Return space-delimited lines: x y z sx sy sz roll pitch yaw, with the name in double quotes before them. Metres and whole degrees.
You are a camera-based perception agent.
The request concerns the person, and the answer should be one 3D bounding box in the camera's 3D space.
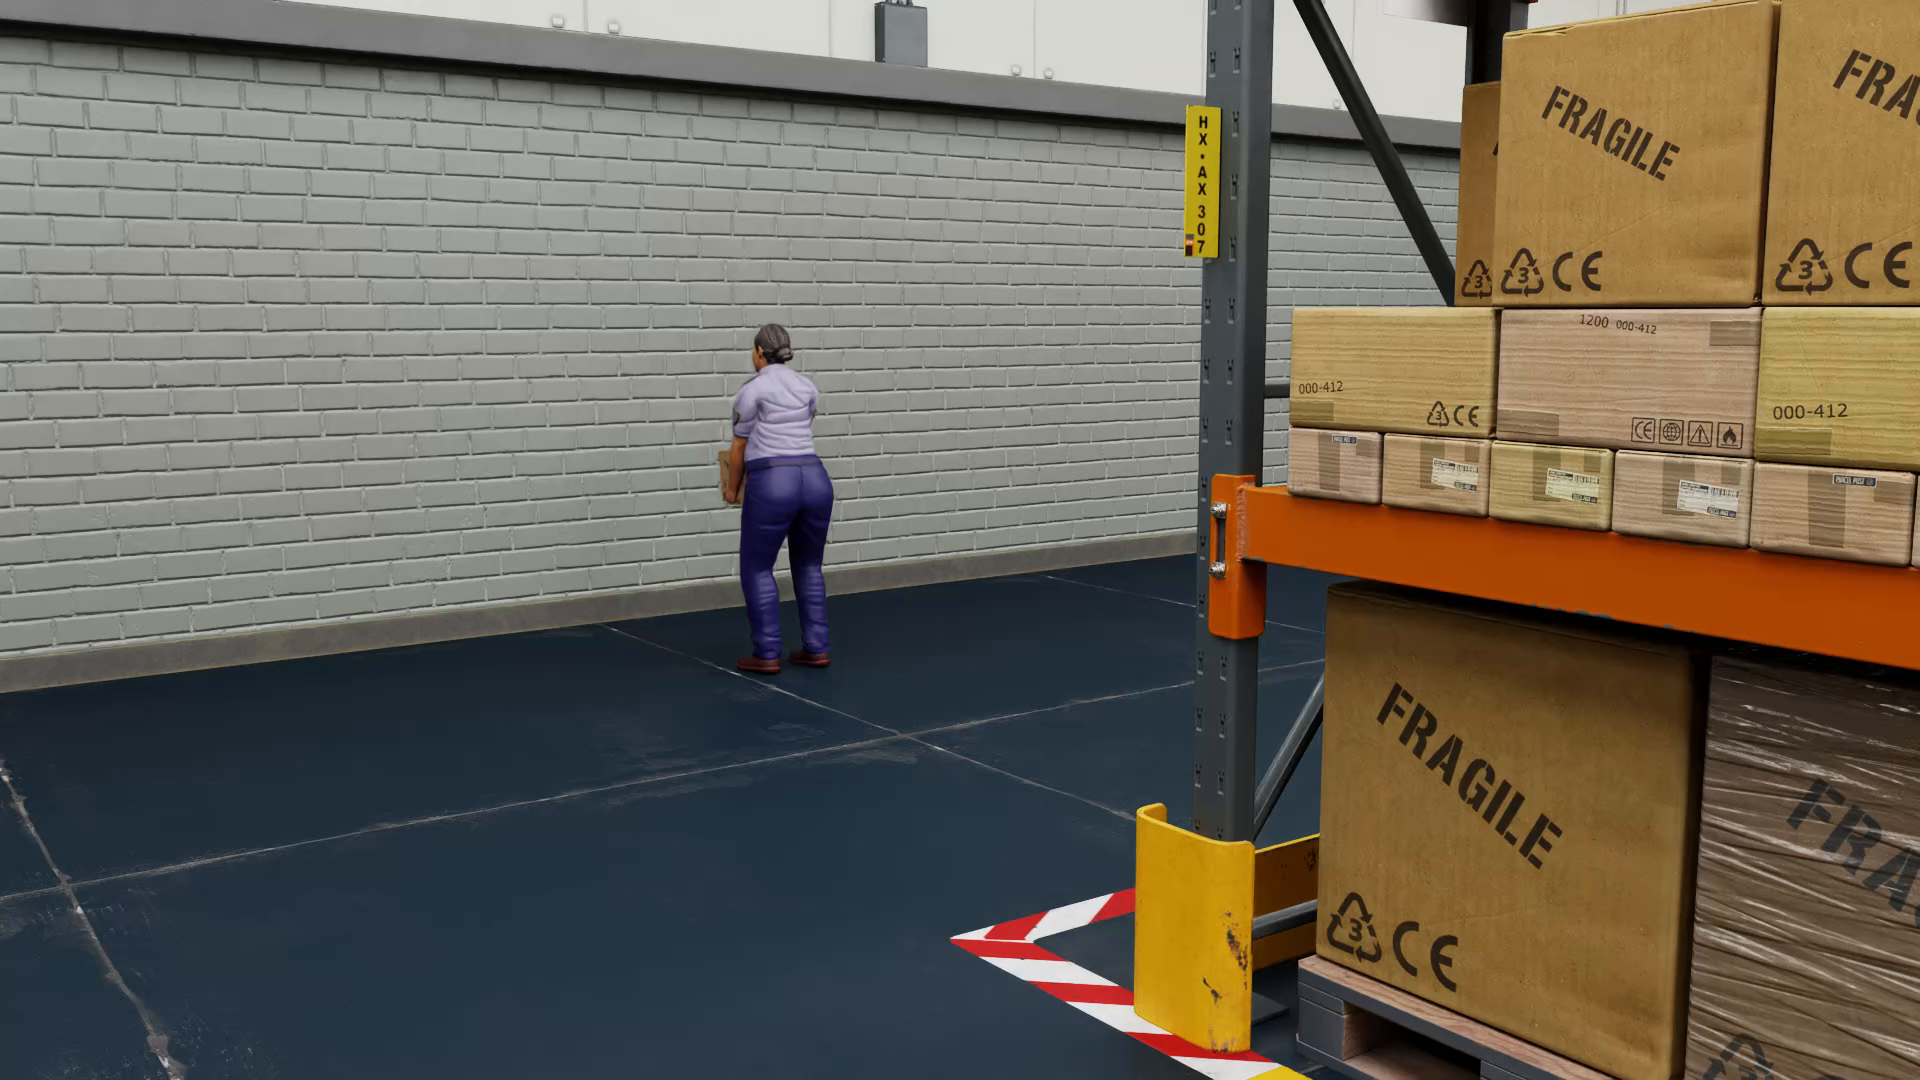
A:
"person" -0.881 -0.196 7.899 0.435 1.624 0.544 -6 10 -37
